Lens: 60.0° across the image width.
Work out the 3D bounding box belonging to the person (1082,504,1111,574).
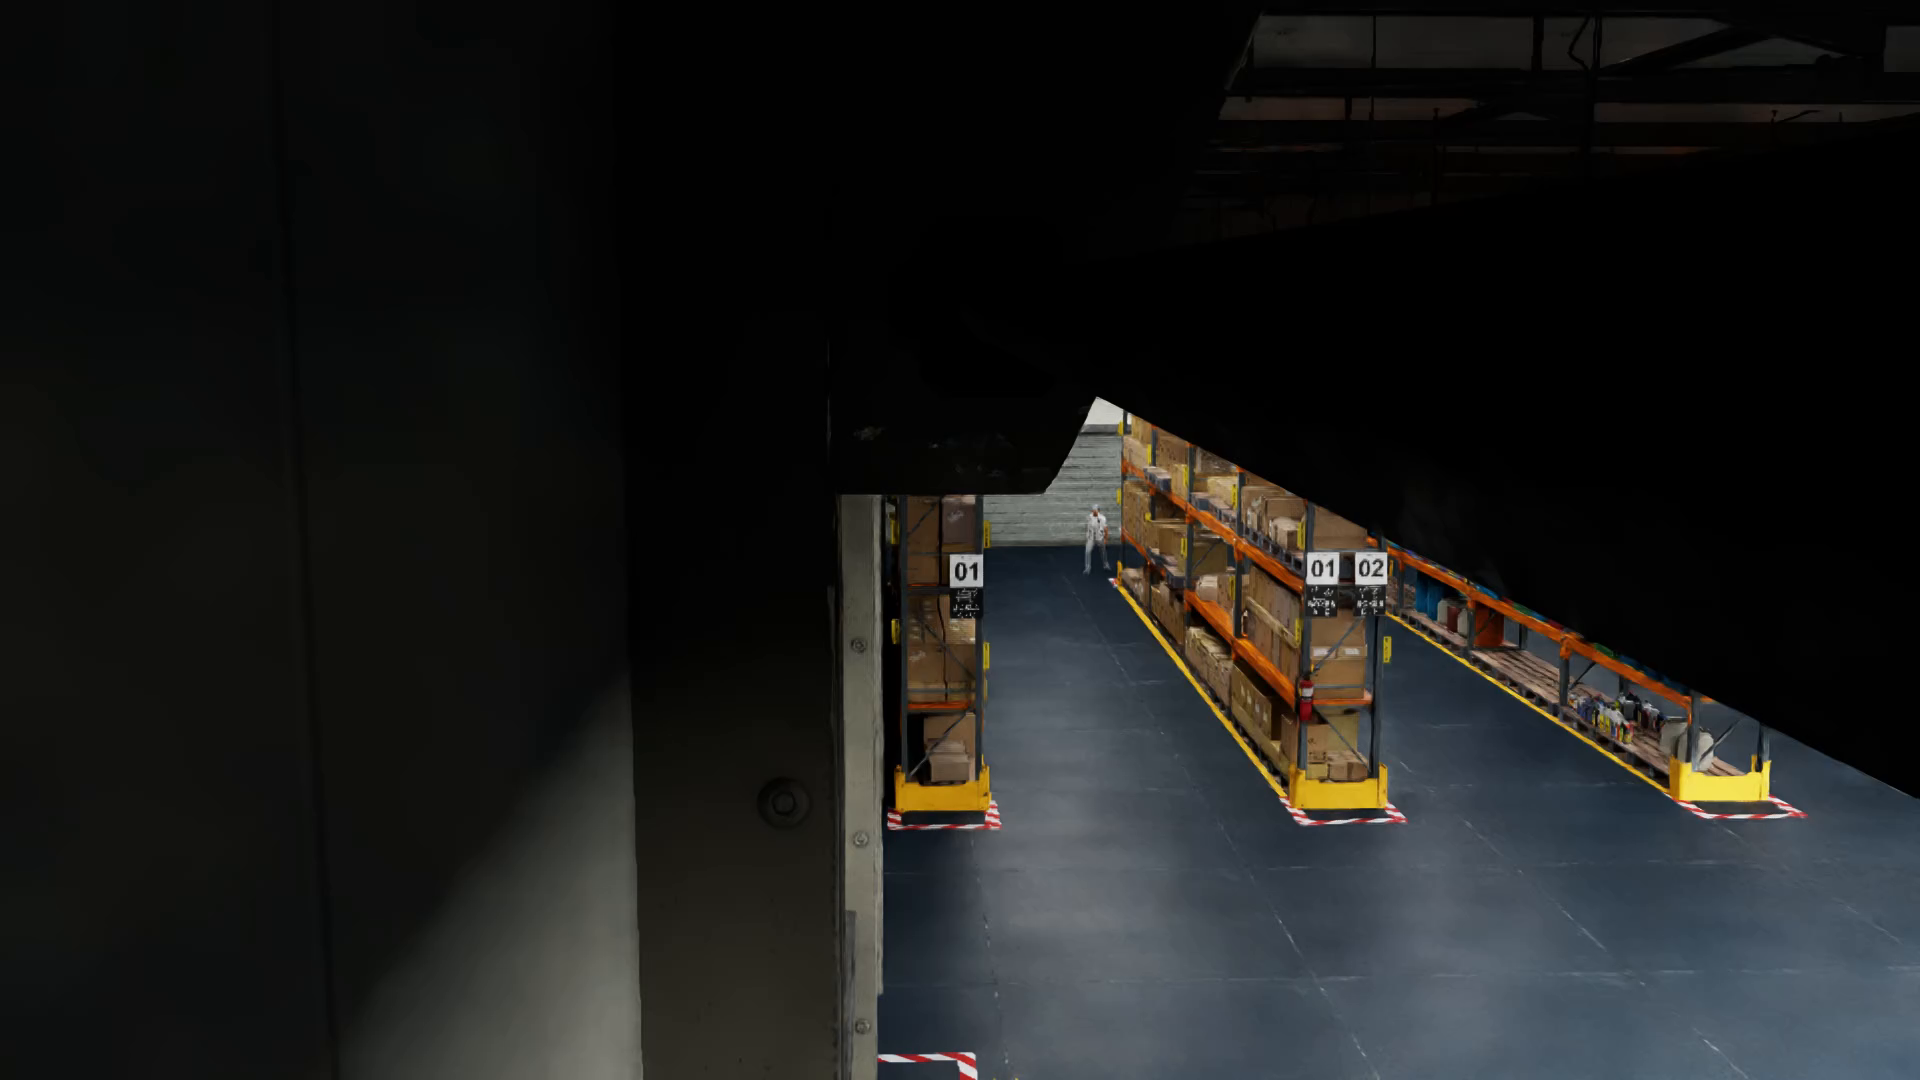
[{"bbox_3d":[3.139,-0.047,37.933,0.531,1.595,0.945,3,9,19],"label":"person"}]
